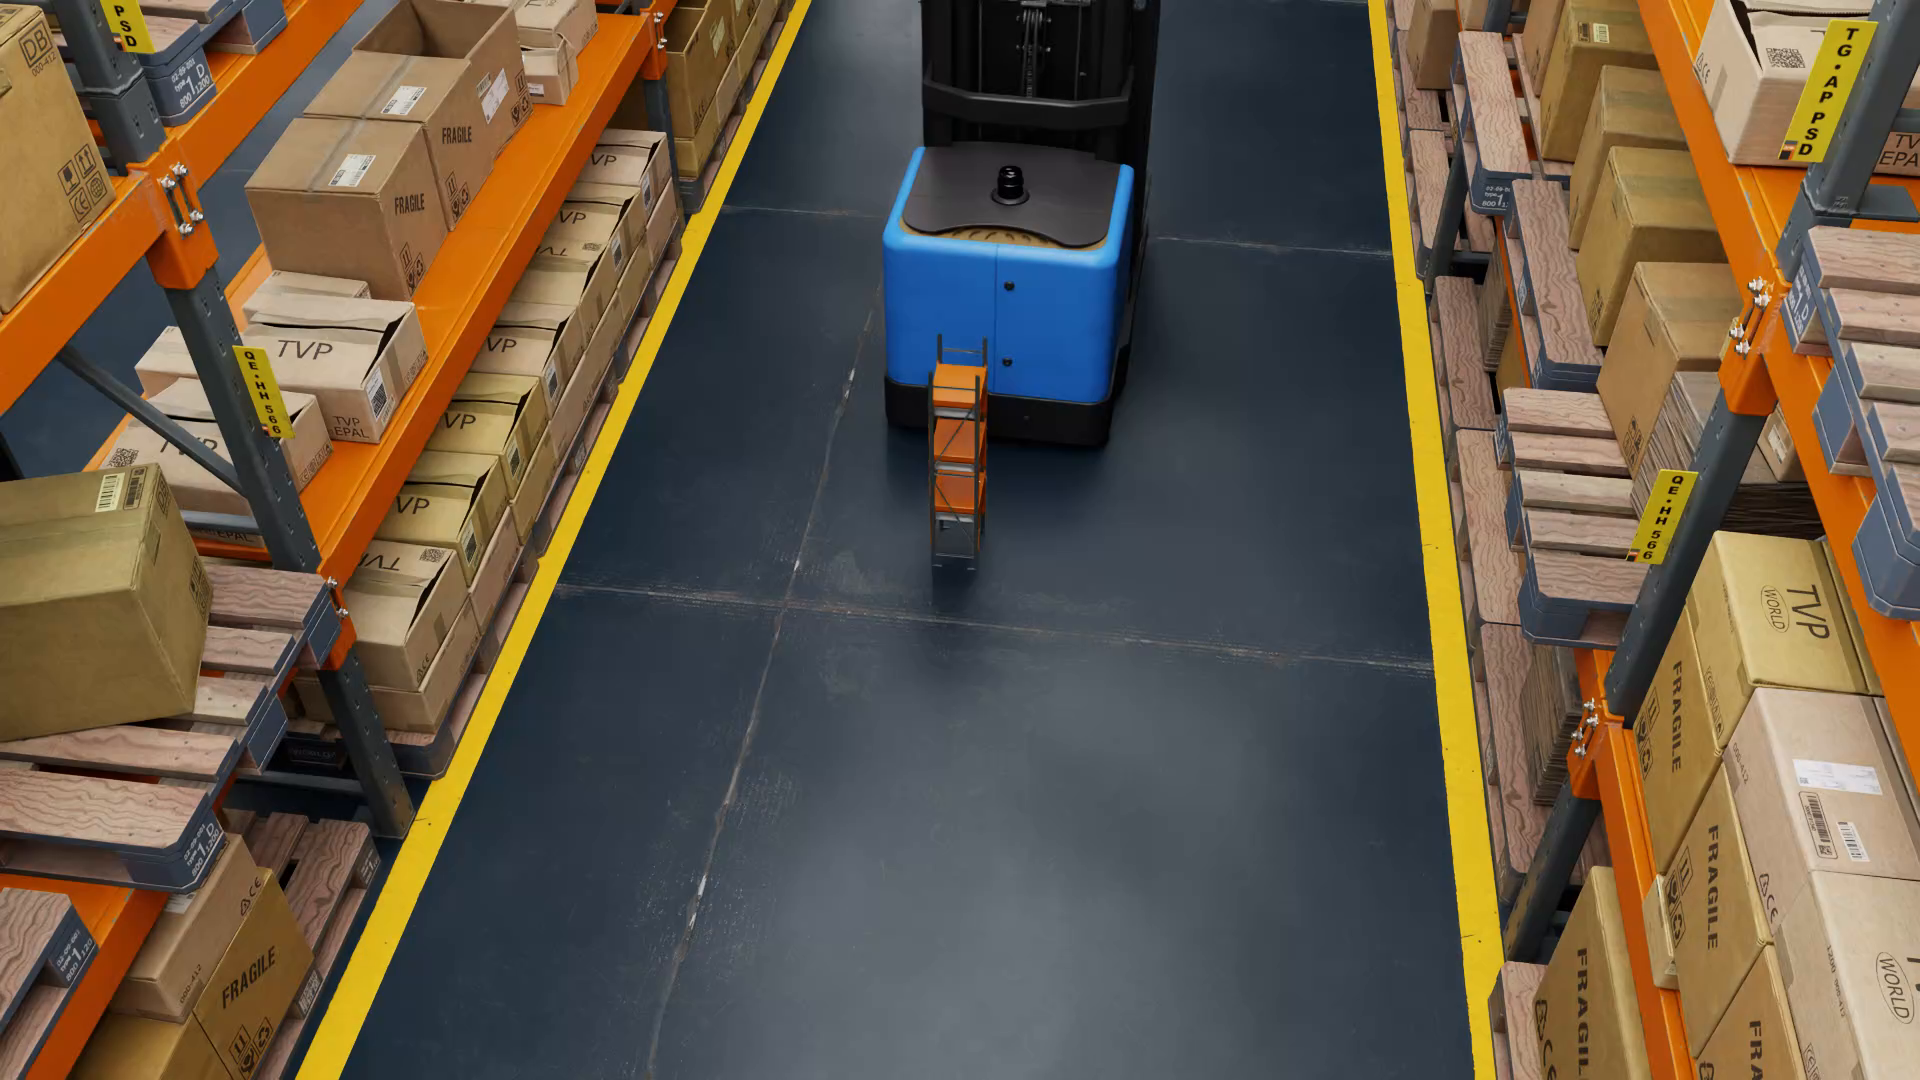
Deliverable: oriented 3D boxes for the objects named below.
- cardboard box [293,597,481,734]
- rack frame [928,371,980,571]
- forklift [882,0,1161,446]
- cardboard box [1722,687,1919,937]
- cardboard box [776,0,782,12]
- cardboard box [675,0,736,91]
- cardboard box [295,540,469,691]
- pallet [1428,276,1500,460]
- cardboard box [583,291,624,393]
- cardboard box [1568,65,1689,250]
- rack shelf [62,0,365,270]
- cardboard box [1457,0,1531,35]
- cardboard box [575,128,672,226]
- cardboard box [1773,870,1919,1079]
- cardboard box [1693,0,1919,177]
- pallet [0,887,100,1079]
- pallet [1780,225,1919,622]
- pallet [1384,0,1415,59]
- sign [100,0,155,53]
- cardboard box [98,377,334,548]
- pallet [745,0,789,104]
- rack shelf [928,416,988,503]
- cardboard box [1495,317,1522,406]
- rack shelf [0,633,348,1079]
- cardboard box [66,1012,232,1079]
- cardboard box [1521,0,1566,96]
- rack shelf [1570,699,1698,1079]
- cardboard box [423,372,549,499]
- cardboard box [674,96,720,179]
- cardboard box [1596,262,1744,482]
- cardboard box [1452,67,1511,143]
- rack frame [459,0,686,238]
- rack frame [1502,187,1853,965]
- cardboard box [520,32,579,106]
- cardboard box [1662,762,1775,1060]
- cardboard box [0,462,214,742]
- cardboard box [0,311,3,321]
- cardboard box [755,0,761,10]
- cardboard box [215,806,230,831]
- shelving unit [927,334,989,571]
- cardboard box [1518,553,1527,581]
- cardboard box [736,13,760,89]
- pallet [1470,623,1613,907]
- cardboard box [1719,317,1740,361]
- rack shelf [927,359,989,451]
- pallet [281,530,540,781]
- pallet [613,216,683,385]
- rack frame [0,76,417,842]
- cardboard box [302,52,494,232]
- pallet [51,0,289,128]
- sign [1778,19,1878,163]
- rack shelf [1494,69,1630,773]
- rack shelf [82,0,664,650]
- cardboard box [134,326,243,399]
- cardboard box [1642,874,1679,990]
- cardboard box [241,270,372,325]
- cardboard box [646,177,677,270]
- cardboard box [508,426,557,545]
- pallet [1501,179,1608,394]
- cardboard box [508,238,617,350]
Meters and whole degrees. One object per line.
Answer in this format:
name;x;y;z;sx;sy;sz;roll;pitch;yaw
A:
cardboard box;-2.167;0.445;6.315;0.500;0.250;0.500;5;44;5
rack frame;-0.023;-0.262;6.785;0.200;1.050;0.008;5;44;6
forklift;0.408;-2.520;7.801;1.130;2.935;3.031;7;44;7
cardboard box;1.998;0.606;3.602;0.500;0.250;0.500;5;44;5
cardboard box;-1.366;-3.602;10.589;0.500;0.250;0.500;5;44;6
cardboard box;-1.568;-2.852;9.252;0.500;0.500;0.500;5;44;6
cardboard box;-2.167;0.242;6.122;0.500;0.311;0.500;7;44;7
pallet;2.811;-0.806;7.969;1.003;0.211;1.213;5;44;6
cardboard box;-1.902;-0.948;7.787;0.500;0.250;0.500;6;44;6
cardboard box;2.674;-1.369;6.144;0.700;0.500;0.500;11;45;11
rack shelf;-2.263;-2.262;5.821;1.077;0.370;4.000;5;44;6
cardboard box;2.675;-2.652;7.986;0.500;0.250;0.500;5;44;6
cardboard box;-1.768;-1.852;8.333;0.500;0.311;0.500;5;44;6
cardboard box;1.935;0.947;3.242;0.500;0.250;0.500;6;44;6
cardboard box;2.211;-1.202;4.229;0.500;0.311;0.500;5;44;6
pallet;-2.780;1.325;3.831;1.003;0.211;1.213;5;44;6
pallet;2.351;-0.200;3.257;1.213;0.211;1.003;7;44;7
pallet;3.289;-3.460;10.773;1.003;0.211;1.213;5;44;6
sign;-1.990;-1.297;3.902;0.100;0.325;0.005;5;44;6
cardboard box;-2.436;-0.282;5.453;0.500;0.311;0.500;8;44;8
pallet;-1.693;-3.156;10.452;1.003;0.211;1.213;5;44;6
rack shelf;-0.007;-0.337;6.880;0.215;0.259;0.240;5;44;6
cardboard box;2.813;-0.741;7.371;0.700;0.500;0.500;4;44;5
rack shelf;-2.792;1.554;3.973;1.077;0.370;4.000;5;44;6
cardboard box;-2.487;1.689;4.805;0.500;0.500;0.500;4;44;4
cardboard box;2.811;-2.201;7.023;0.700;0.500;0.500;5;44;6
rack shelf;2.119;2.001;3.500;1.077;0.370;4.000;5;44;6
cardboard box;-2.036;-0.465;6.868;0.500;0.311;0.500;4;44;4
cardboard box;-1.636;-2.239;9.150;0.500;0.250;0.500;5;44;6
cardboard box;2.483;-0.523;5.251;0.700;0.500;0.500;1;43;2
cardboard box;3.010;-2.312;9.030;0.500;0.500;0.500;2;43;2
rack frame;-1.998;-2.797;8.044;1.000;3.000;0.127;5;44;6
rack frame;2.384;0.377;4.692;1.000;3.000;0.127;5;44;6
cardboard box;-1.933;-2.132;7.440;0.396;0.266;0.258;4;44;4
cardboard box;1.987;0.889;3.848;0.500;0.500;0.500;7;44;7
cardboard box;-2.499;0.180;4.522;0.700;0.500;0.500;-8;44;-9
cardboard box;-2.619;-0.548;3.415;0.910;0.500;0.500;5;44;6
cardboard box;-1.430;-3.533;9.971;0.500;0.500;0.500;5;44;6
cardboard box;-2.871;0.962;5.573;0.500;0.500;0.500;7;44;7
shelving unit;-0.007;-0.345;6.873;0.215;1.050;0.252;5;44;6
cardboard box;2.648;-0.052;6.644;0.700;0.500;0.500;5;44;5
cardboard box;-1.494;-2.920;9.869;0.500;0.250;0.500;5;44;6
pallet;2.488;0.857;6.213;1.003;0.211;1.213;5;44;6
cardboard box;2.427;-0.513;4.768;0.380;0.149;0.250;-1;43;-2
rack shelf;-0.007;-0.543;6.685;0.215;0.259;0.240;5;44;6
pallet;-2.380;0.384;6.713;1.003;0.211;1.213;5;44;6
pallet;-2.057;-1.278;8.469;1.003;0.211;1.213;5;44;6
rack frame;-2.527;-0.071;5.165;1.000;3.000;0.127;5;44;6
cardboard box;-2.252;-1.611;6.719;0.500;0.500;0.500;5;44;6
pallet;-2.526;-1.562;4.696;1.213;0.211;1.003;7;44;7
sign;1.846;-0.950;3.537;0.100;0.325;0.005;5;44;6
rack shelf;2.648;-0.725;6.379;1.077;0.370;4.000;5;44;6
rack shelf;-2.263;-1.172;6.852;1.077;0.370;4.000;5;44;6
cardboard box;-2.682;-0.617;5.925;0.380;0.149;0.250;5;44;6
cardboard box;1.950;1.009;4.193;0.380;0.149;0.250;6;44;7
cardboard box;-2.414;-0.854;6.175;0.380;0.149;0.250;8;44;9
cardboard box;-1.766;-1.642;8.519;0.500;0.250;0.500;5;44;5
cardboard box;-2.038;-0.252;7.051;0.500;0.250;0.500;4;44;4
pallet;2.605;-0.906;6.187;1.003;0.211;1.213;5;44;6
cardboard box;-1.899;-1.157;7.599;0.500;0.311;0.500;5;44;5
